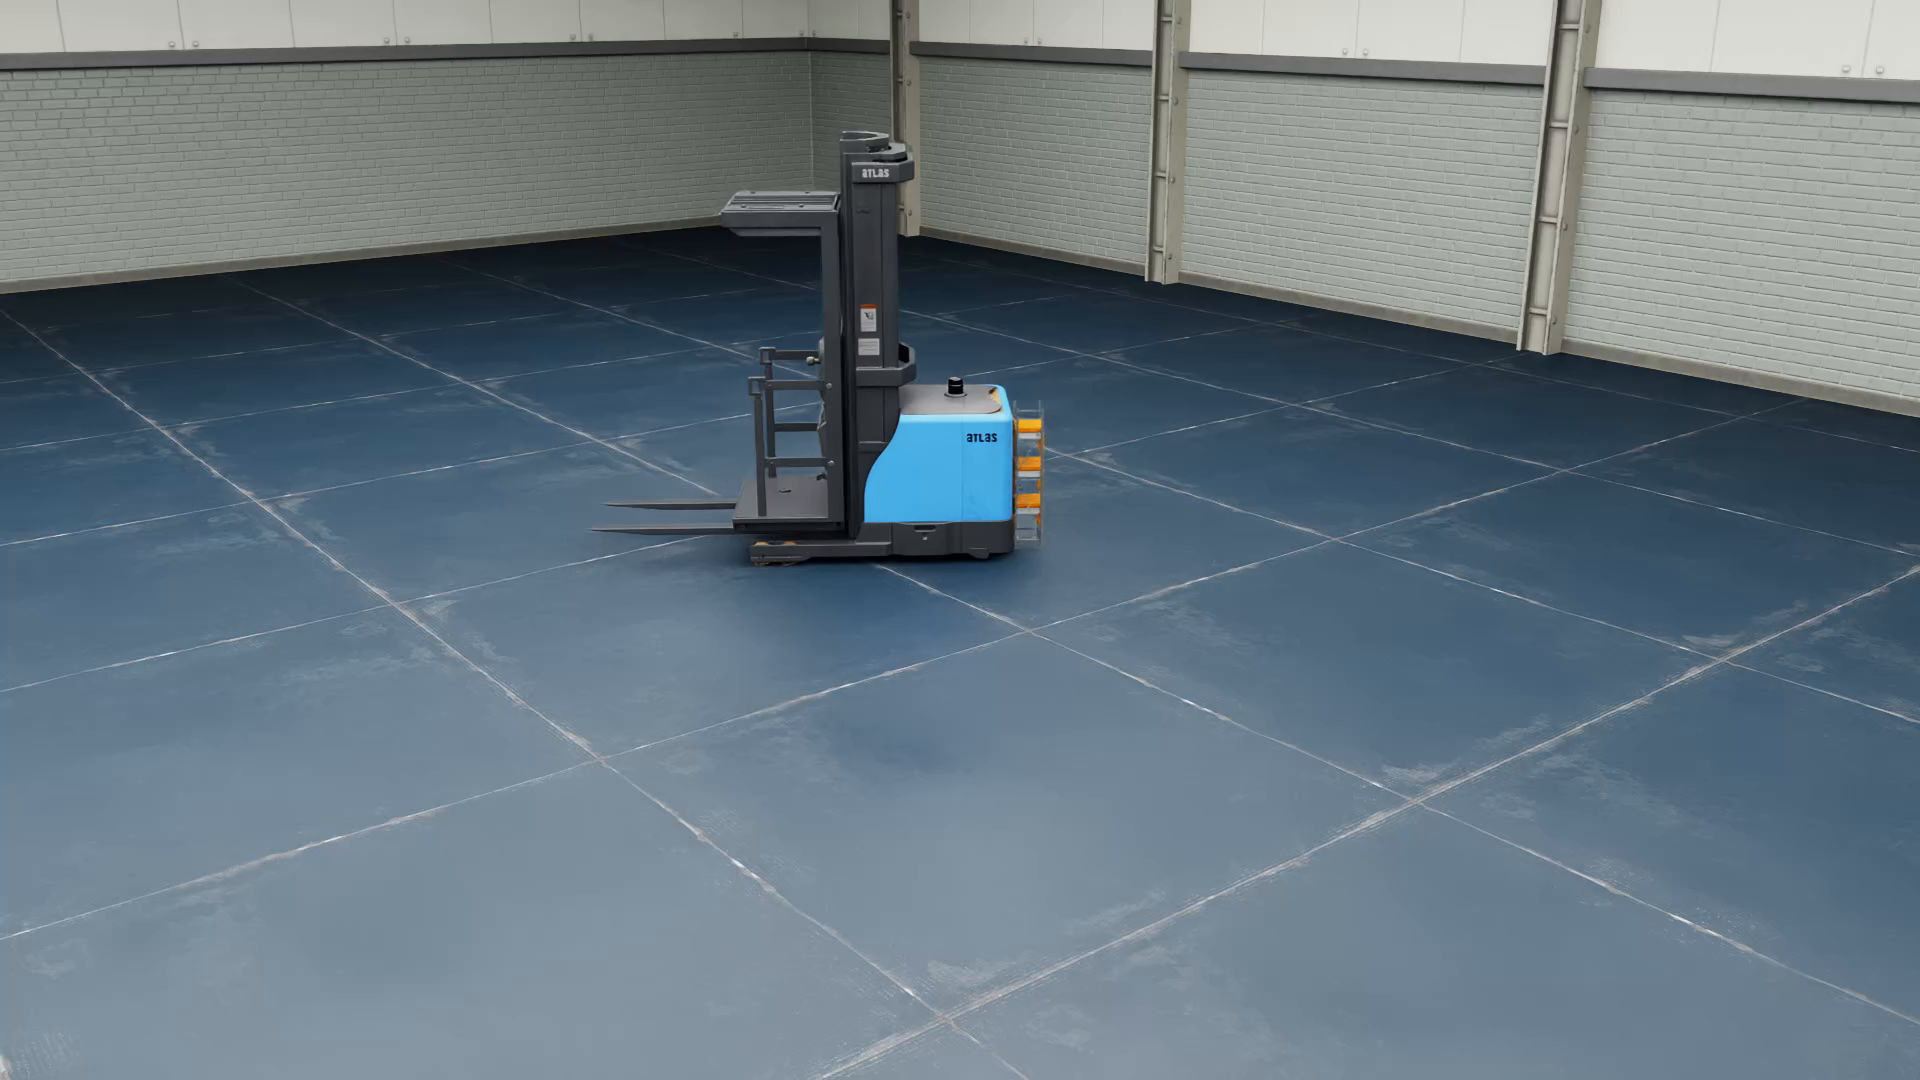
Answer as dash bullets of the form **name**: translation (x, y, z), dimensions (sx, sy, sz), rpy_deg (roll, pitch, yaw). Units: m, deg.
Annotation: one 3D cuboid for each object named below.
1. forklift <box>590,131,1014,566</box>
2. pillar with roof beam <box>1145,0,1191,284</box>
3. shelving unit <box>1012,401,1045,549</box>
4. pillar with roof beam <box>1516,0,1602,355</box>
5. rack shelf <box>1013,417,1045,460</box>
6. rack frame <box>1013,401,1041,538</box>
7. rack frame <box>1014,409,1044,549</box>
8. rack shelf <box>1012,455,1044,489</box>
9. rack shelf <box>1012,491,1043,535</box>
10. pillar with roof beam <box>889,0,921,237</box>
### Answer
- **forklift**: translation (-1.146, -1.378, 11.862), dimensions (3.031, 2.935, 1.130), rpy_deg (-1, 18, -2)
- **pillar with roof beam**: translation (-0.541, -7.055, 19.354), dimensions (9.100, 9.000, 0.400), rpy_deg (-14, 23, -36)
- **shelving unit**: translation (0.494, -0.475, 12.126), dimensions (0.215, 1.050, 0.252), rpy_deg (-1, 18, -2)
- **pillar with roof beam**: translation (3.184, -5.577, 14.889), dimensions (9.100, 9.000, 0.400), rpy_deg (-14, 23, -36)
- **rack shelf**: translation (0.494, -0.734, 12.040), dimensions (0.215, 0.259, 0.240), rpy_deg (-1, 18, -2)
- **rack frame**: translation (0.490, -0.513, 12.242), dimensions (0.200, 1.050, 0.008), rpy_deg (-1, 18, -2)
- **rack frame**: translation (0.499, -0.436, 12.010), dimensions (0.200, 1.050, 0.008), rpy_deg (-1, 18, -2)
- **rack shelf**: translation (0.494, -0.465, 12.129), dimensions (0.215, 0.259, 0.240), rpy_deg (-1, 18, -2)
- **rack shelf**: translation (0.494, -0.201, 12.216), dimensions (0.215, 0.259, 0.240), rpy_deg (-1, 18, -2)
- **pillar with roof beam**: translation (-4.266, -8.534, 23.819), dimensions (9.100, 9.000, 0.400), rpy_deg (-14, 23, -36)
